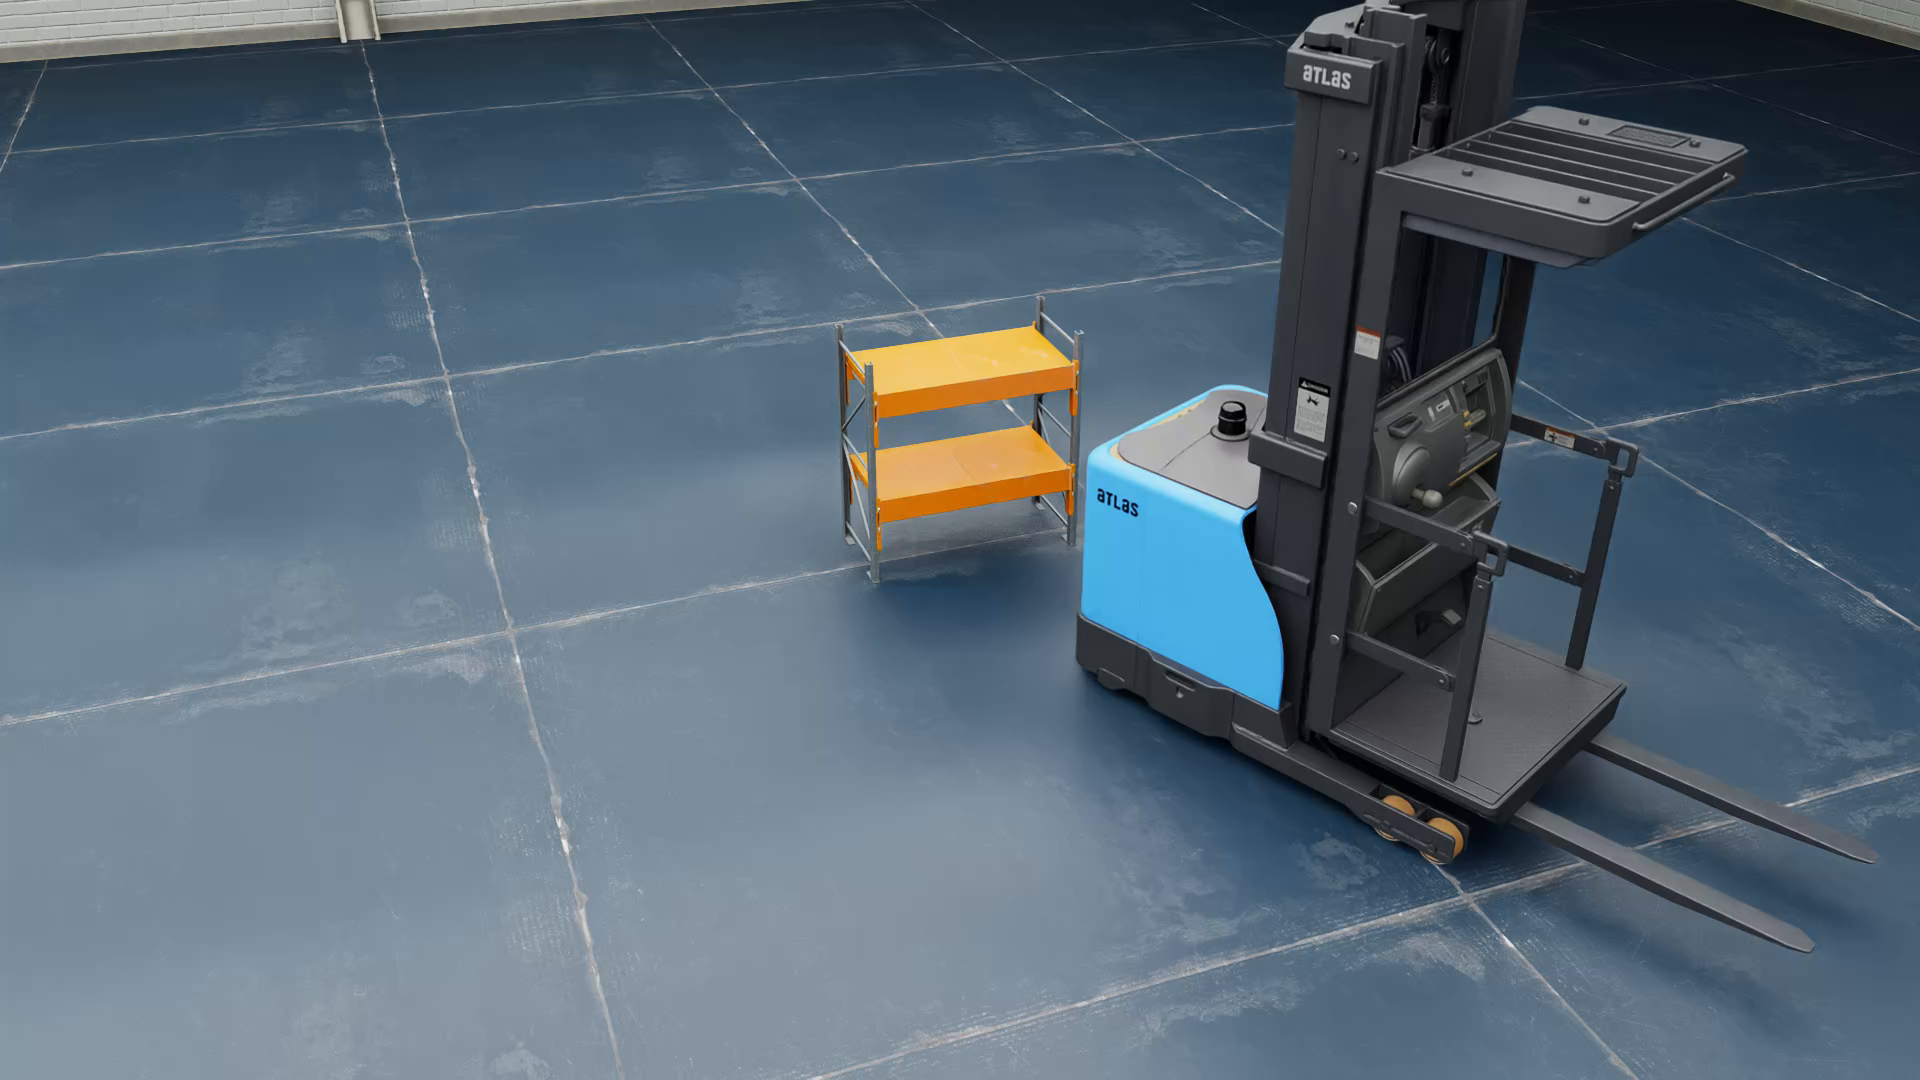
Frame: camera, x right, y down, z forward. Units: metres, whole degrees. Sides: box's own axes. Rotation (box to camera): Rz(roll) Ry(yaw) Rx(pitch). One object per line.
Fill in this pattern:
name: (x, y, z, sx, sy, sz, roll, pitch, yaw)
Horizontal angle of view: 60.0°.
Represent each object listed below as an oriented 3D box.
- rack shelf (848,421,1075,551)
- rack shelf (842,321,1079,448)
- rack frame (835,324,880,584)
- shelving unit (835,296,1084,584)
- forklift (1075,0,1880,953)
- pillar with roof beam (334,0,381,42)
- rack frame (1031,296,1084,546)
rack shelf: (-0.006, -0.275, 8.091, 1.000, 0.278, 0.538, -10, 31, -18)
rack shelf: (-0.006, -0.742, 7.825, 1.000, 0.278, 0.538, -10, 31, -18)
rack frame: (-0.483, -0.400, 7.815, 0.032, 1.125, 0.500, -10, 31, -18)
shelving unit: (-0.006, -0.488, 7.969, 1.048, 1.125, 0.538, -10, 31, -18)
forklift: (1.914, -0.368, 5.935, 3.031, 2.935, 1.130, 25, 38, 37)
pillar with roof beam: (-4.829, -7.216, 11.825, 0.400, 9.000, 9.100, -10, 31, -18)
rack frame: (0.470, -0.575, 8.124, 0.032, 1.125, 0.500, -10, 31, -18)
